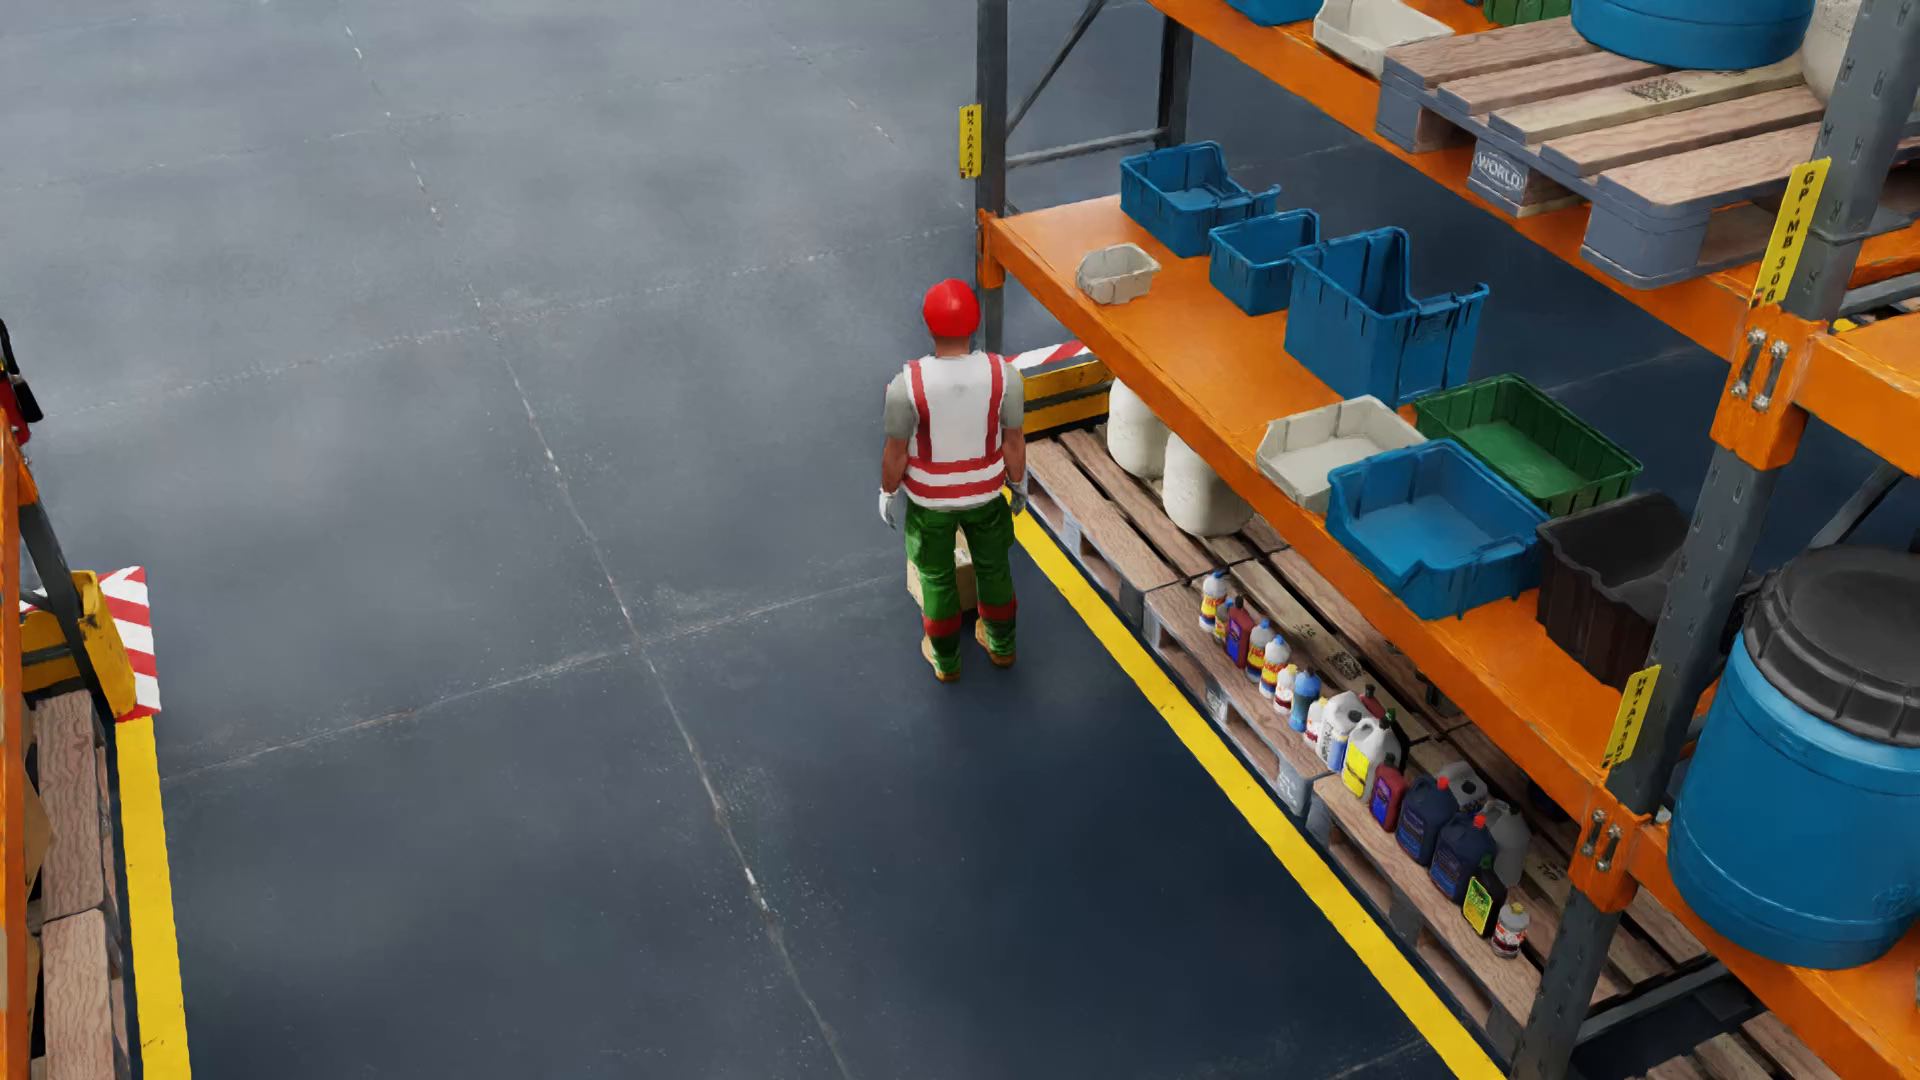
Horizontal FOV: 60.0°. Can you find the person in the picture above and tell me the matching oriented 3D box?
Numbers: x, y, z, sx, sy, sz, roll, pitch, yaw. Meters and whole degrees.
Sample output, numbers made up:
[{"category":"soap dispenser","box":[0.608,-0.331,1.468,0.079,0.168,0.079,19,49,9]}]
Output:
[{"category":"person","box":[-0.033,-0.219,6.408,0.580,1.794,0.407,-7,38,-10]}]
